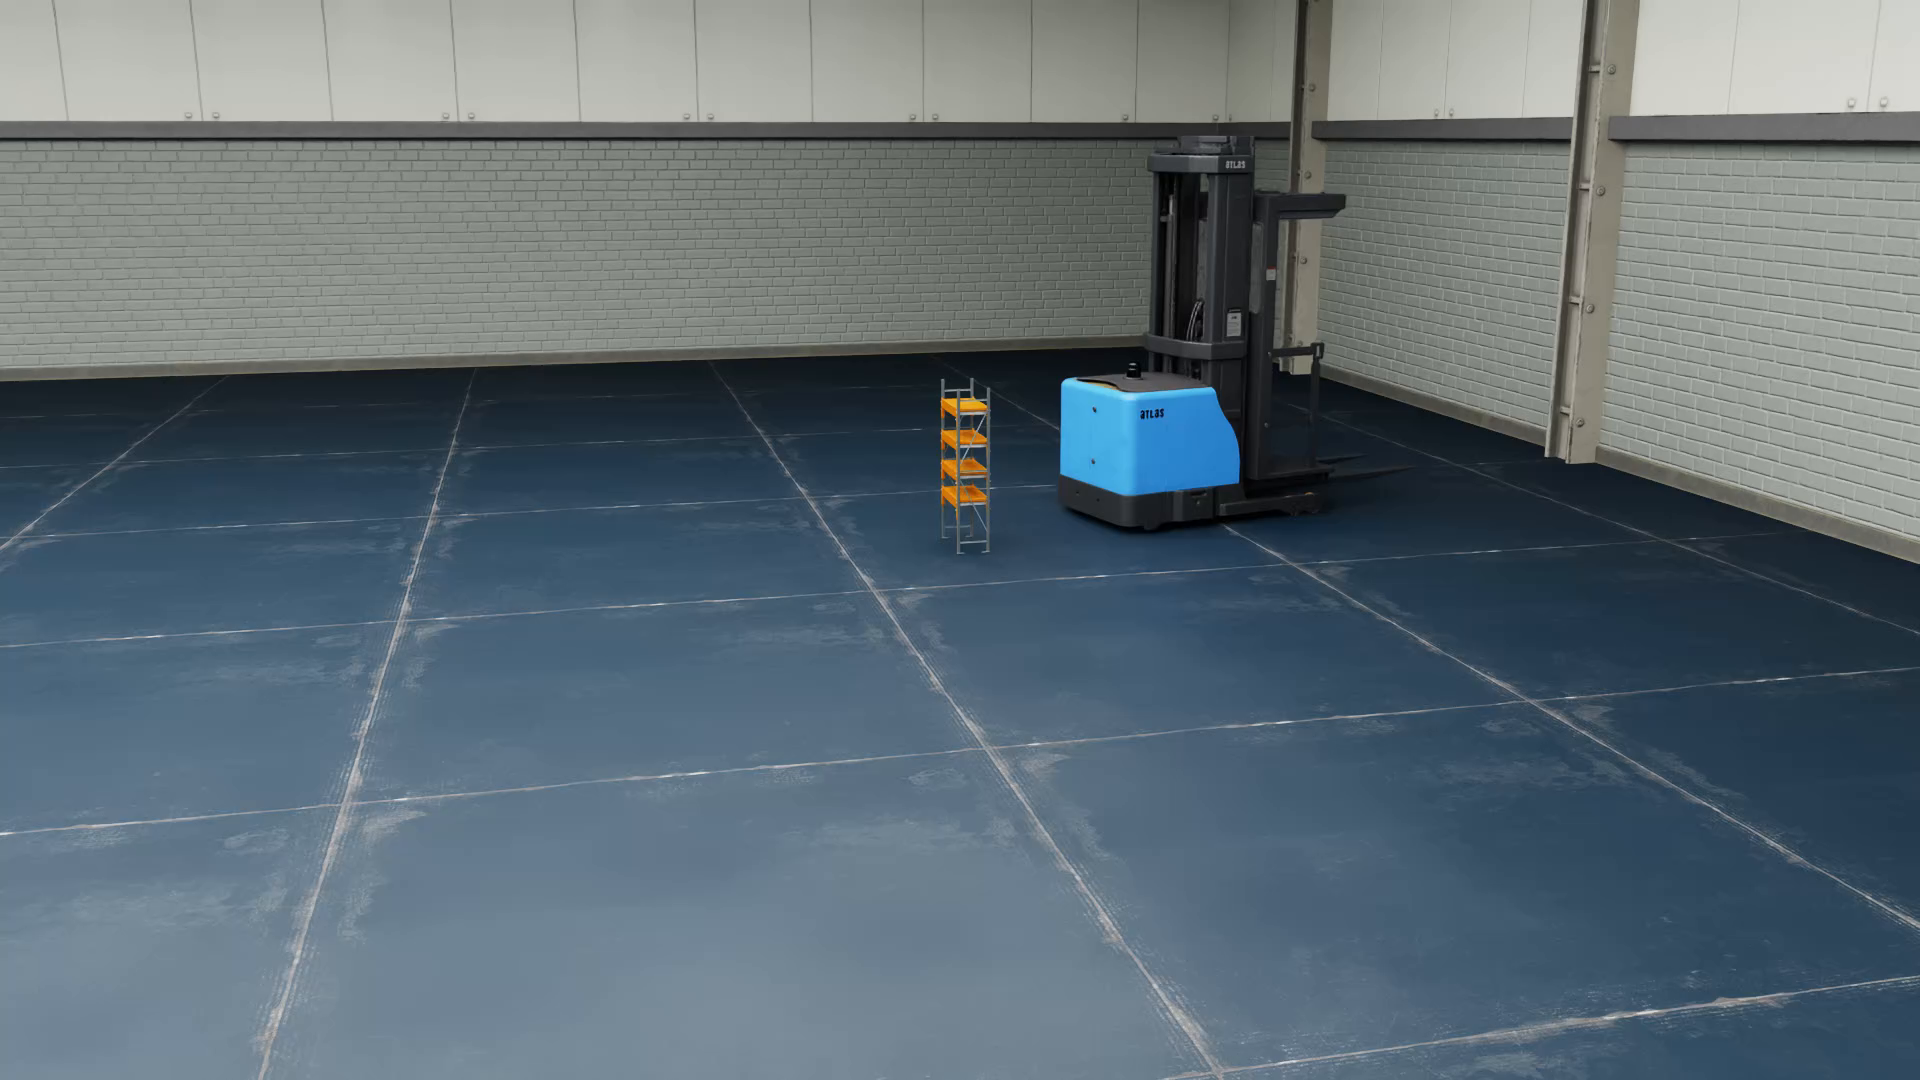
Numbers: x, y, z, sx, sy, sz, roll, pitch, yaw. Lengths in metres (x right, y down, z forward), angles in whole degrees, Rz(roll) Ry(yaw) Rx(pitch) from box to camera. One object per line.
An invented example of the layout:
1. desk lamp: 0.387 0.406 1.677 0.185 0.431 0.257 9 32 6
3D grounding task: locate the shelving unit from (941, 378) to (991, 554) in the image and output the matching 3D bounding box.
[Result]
1. shelving unit: 0.039 -0.545 12.128 0.258 1.200 0.503 -3 14 -13

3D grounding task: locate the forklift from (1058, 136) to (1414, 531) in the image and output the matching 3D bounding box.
1. forklift: 2.333 -1.721 13.295 3.031 2.935 1.130 -7 15 -27

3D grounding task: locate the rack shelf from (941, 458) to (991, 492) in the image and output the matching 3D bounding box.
1. rack shelf: 0.039 -0.479 12.144 0.258 0.148 0.480 -3 14 -13

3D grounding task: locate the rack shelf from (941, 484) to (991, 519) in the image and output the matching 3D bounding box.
1. rack shelf: 0.039 -0.286 12.191 0.258 0.148 0.480 -3 14 -13

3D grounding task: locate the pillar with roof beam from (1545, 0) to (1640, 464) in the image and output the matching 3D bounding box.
1. pillar with roof beam: 1.515 -4.886 13.466 9.100 9.000 0.400 -3 14 -13

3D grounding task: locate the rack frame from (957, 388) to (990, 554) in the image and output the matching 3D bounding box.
1. rack frame: 0.096 -0.488 11.898 0.240 1.200 0.015 -3 14 -13

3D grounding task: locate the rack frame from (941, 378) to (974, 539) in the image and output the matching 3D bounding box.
1. rack frame: -0.018 -0.601 12.359 0.240 1.200 0.015 -3 14 -13

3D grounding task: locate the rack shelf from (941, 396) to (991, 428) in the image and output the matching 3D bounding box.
1. rack shelf: 0.039 -0.926 12.035 0.258 0.148 0.480 -3 14 -13

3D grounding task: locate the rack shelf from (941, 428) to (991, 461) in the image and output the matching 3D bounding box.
1. rack shelf: 0.039 -0.697 12.091 0.258 0.148 0.480 -3 14 -13

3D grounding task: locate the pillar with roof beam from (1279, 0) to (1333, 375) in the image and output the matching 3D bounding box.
1. pillar with roof beam: 0.106 -6.270 19.132 9.100 9.000 0.400 -3 14 -13
